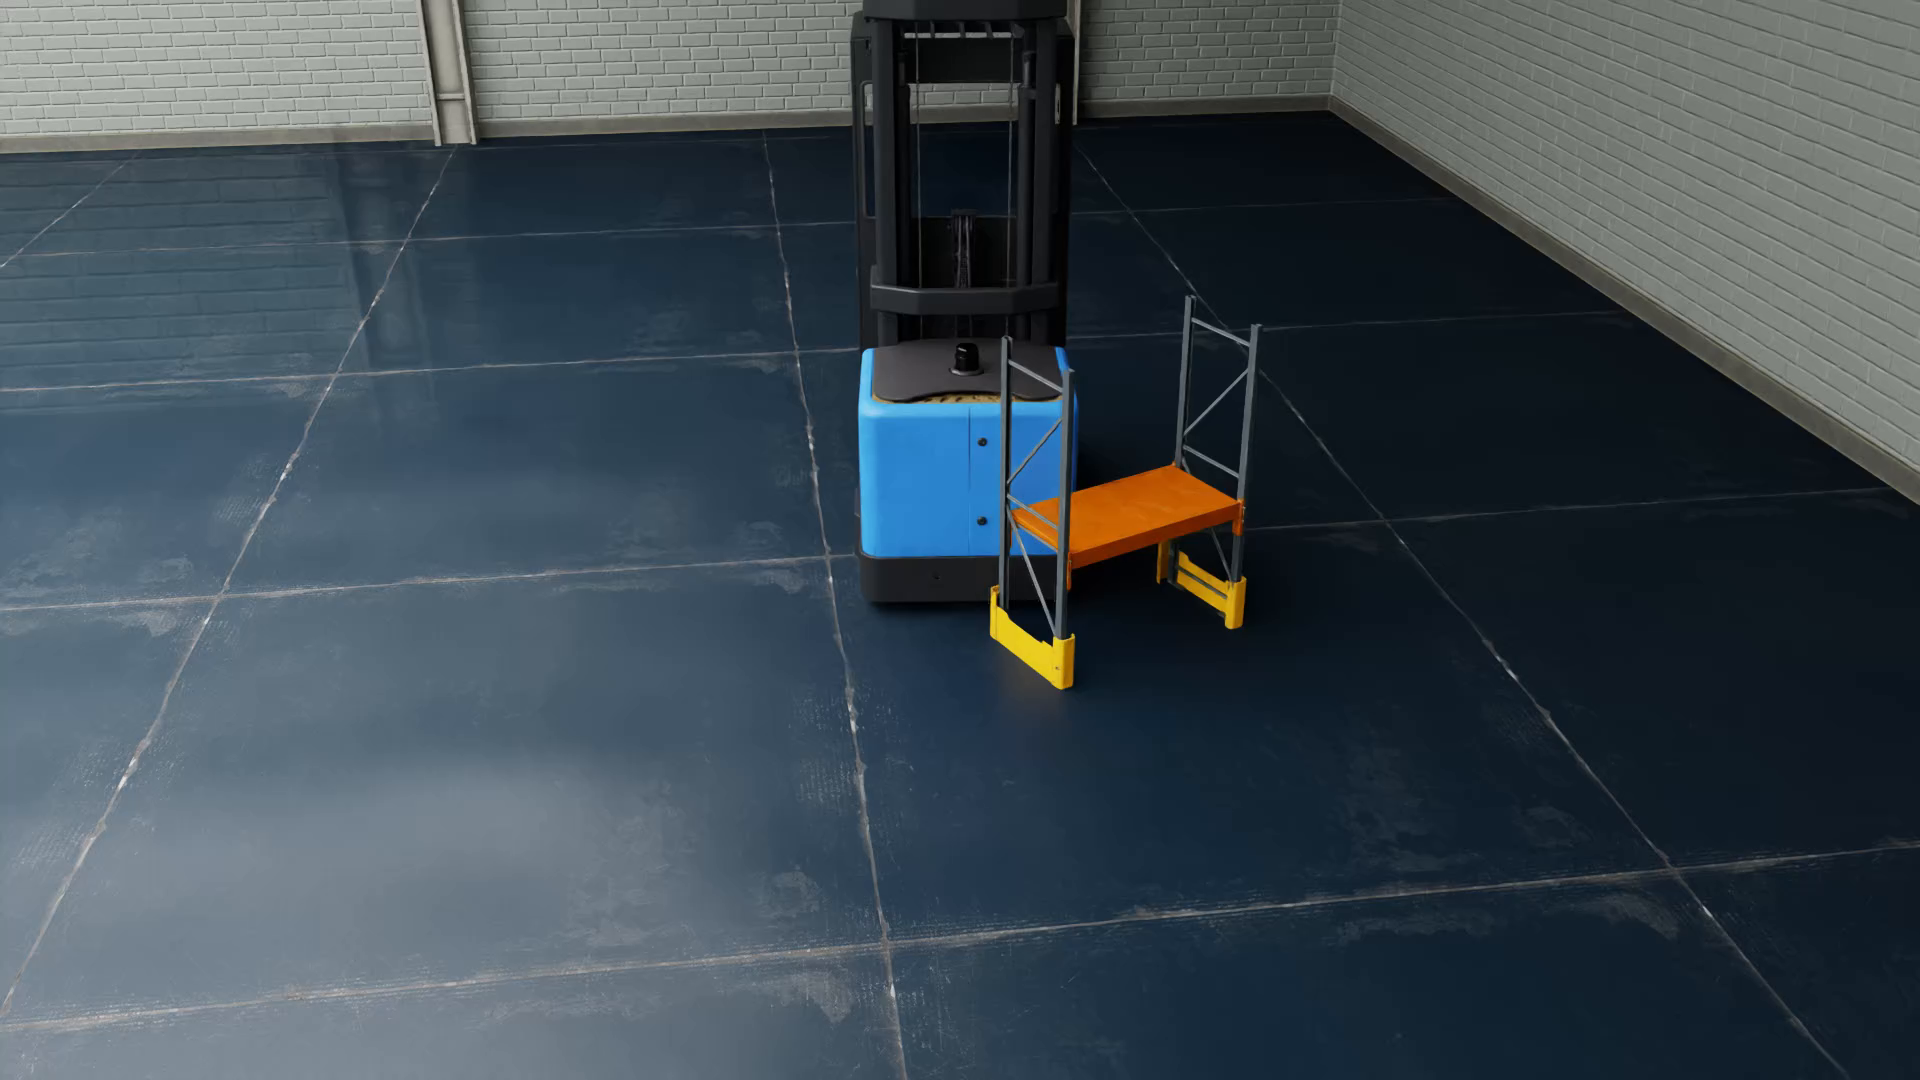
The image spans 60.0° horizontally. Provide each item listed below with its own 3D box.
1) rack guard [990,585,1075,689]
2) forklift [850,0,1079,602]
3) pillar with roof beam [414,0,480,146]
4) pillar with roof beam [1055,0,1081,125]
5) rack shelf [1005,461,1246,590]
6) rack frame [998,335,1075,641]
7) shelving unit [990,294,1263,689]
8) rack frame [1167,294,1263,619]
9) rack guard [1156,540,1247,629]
[{"bbox_3d":[0.327,0.438,7.622,0.087,0.250,0.587,-16,31,-28],"label":"rack guard"},{"bbox_3d":[0.004,-1.636,8.727,1.130,2.935,3.031,-1,27,-1],"label":"forklift"},{"bbox_3d":[-4.354,-5.993,10.573,0.400,9.000,9.100,-4,27,-7],"label":"pillar with roof beam"},{"bbox_3d":[1.587,-6.375,11.317,0.400,9.000,9.100,-4,27,-7],"label":"pillar with roof beam"},{"bbox_3d":[0.755,-0.082,7.660,1.000,0.185,0.538,-16,31,-28],"label":"rack shelf"},{"bbox_3d":[0.326,-0.118,7.336,0.032,1.500,0.500,-16,31,-28],"label":"rack frame"},{"bbox_3d":[0.748,-0.239,7.574,1.083,1.500,0.587,-16,31,-28],"label":"shelving unit"},{"bbox_3d":[1.185,-0.366,7.820,0.032,1.500,0.500,-16,31,-28],"label":"rack frame"},{"bbox_3d":[1.169,0.195,8.096,0.087,0.250,0.587,-16,31,-28],"label":"rack guard"}]
